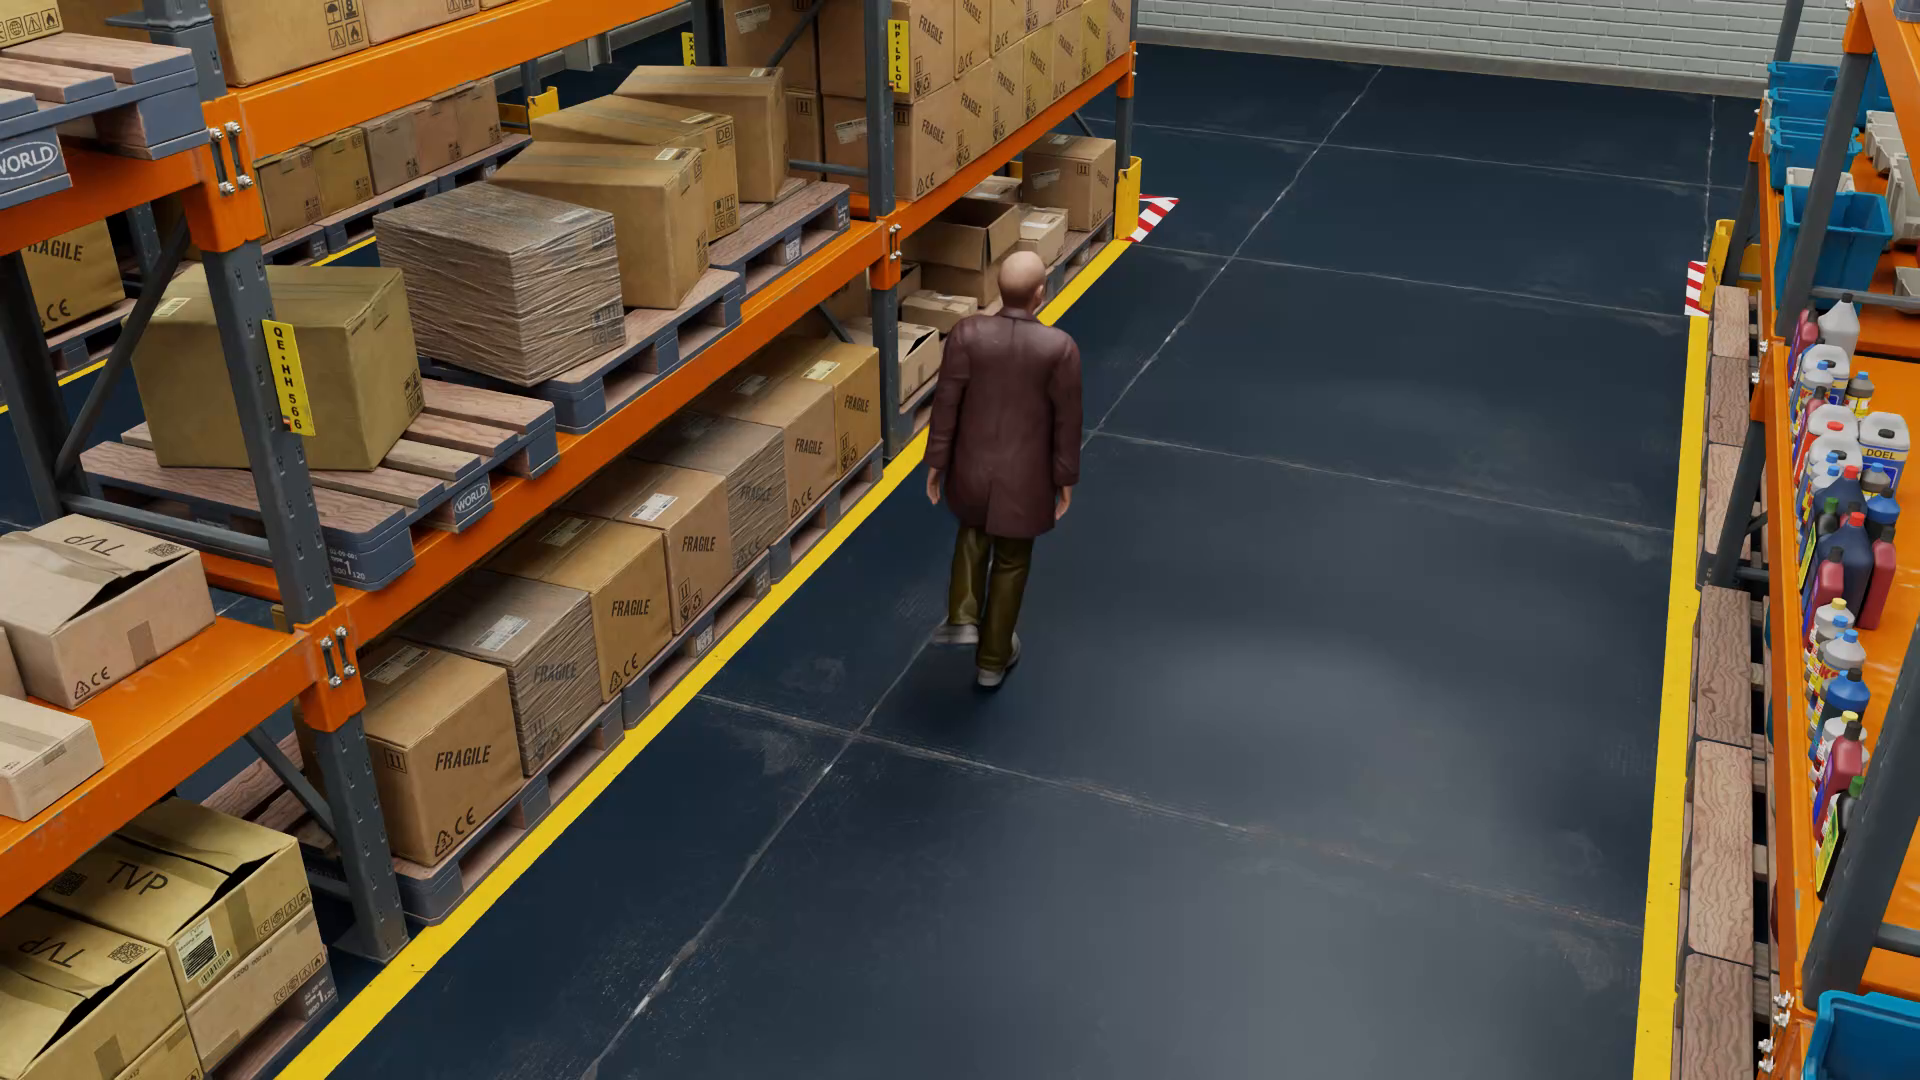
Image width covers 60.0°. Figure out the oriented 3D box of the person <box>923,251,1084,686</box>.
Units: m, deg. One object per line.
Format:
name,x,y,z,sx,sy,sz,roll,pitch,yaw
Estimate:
person,0.176,-0.273,6.592,0.618,1.765,0.525,8,30,14
